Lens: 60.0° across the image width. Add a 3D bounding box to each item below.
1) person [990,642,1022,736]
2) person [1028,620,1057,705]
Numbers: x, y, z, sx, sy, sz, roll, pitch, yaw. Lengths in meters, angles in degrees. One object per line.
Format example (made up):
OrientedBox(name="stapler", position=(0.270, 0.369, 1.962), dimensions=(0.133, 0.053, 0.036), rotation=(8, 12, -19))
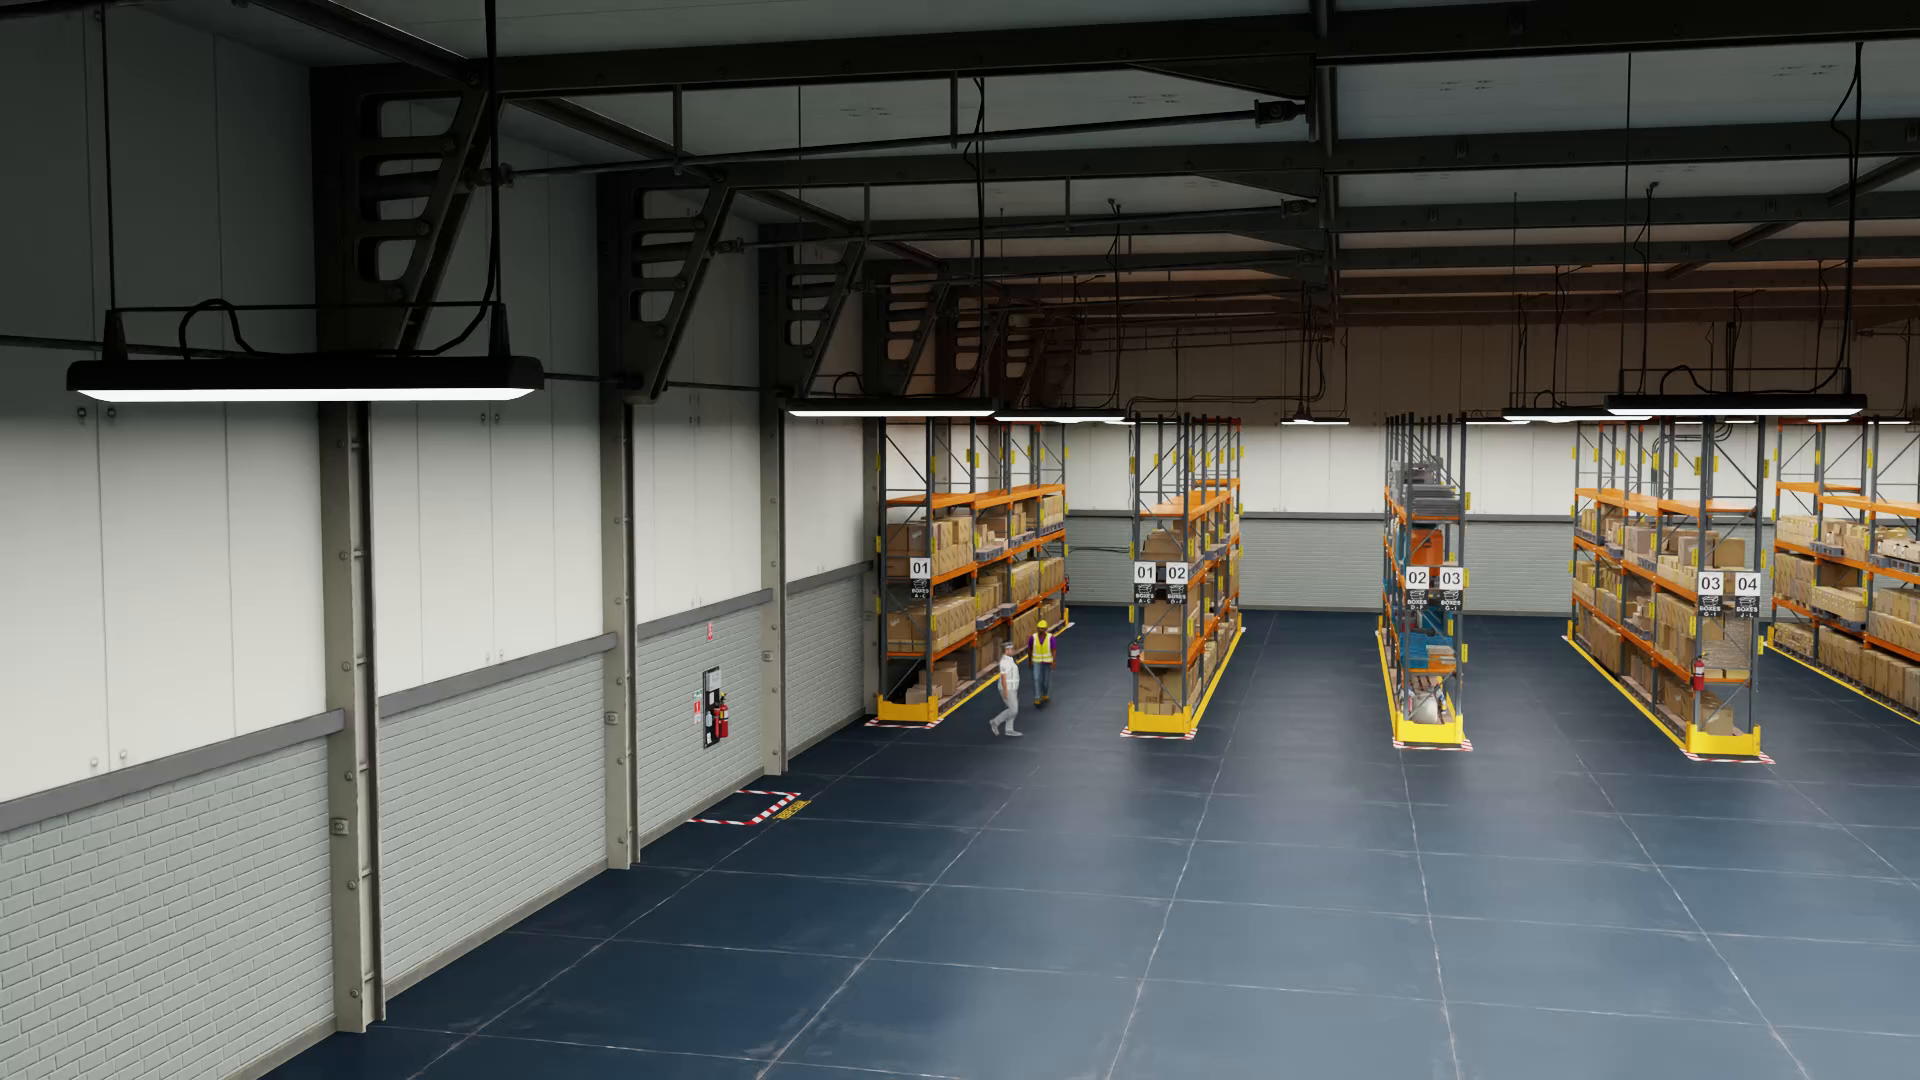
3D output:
OrientedBox(name="person", position=(0.850, 2.746, 30.710), dimensions=(0.576, 1.757, 0.551), rotation=(1, 4, 10))
OrientedBox(name="person", position=(1.703, 2.520, 34.346), dimensions=(0.588, 1.716, 1.012), rotation=(0, 4, 3))
